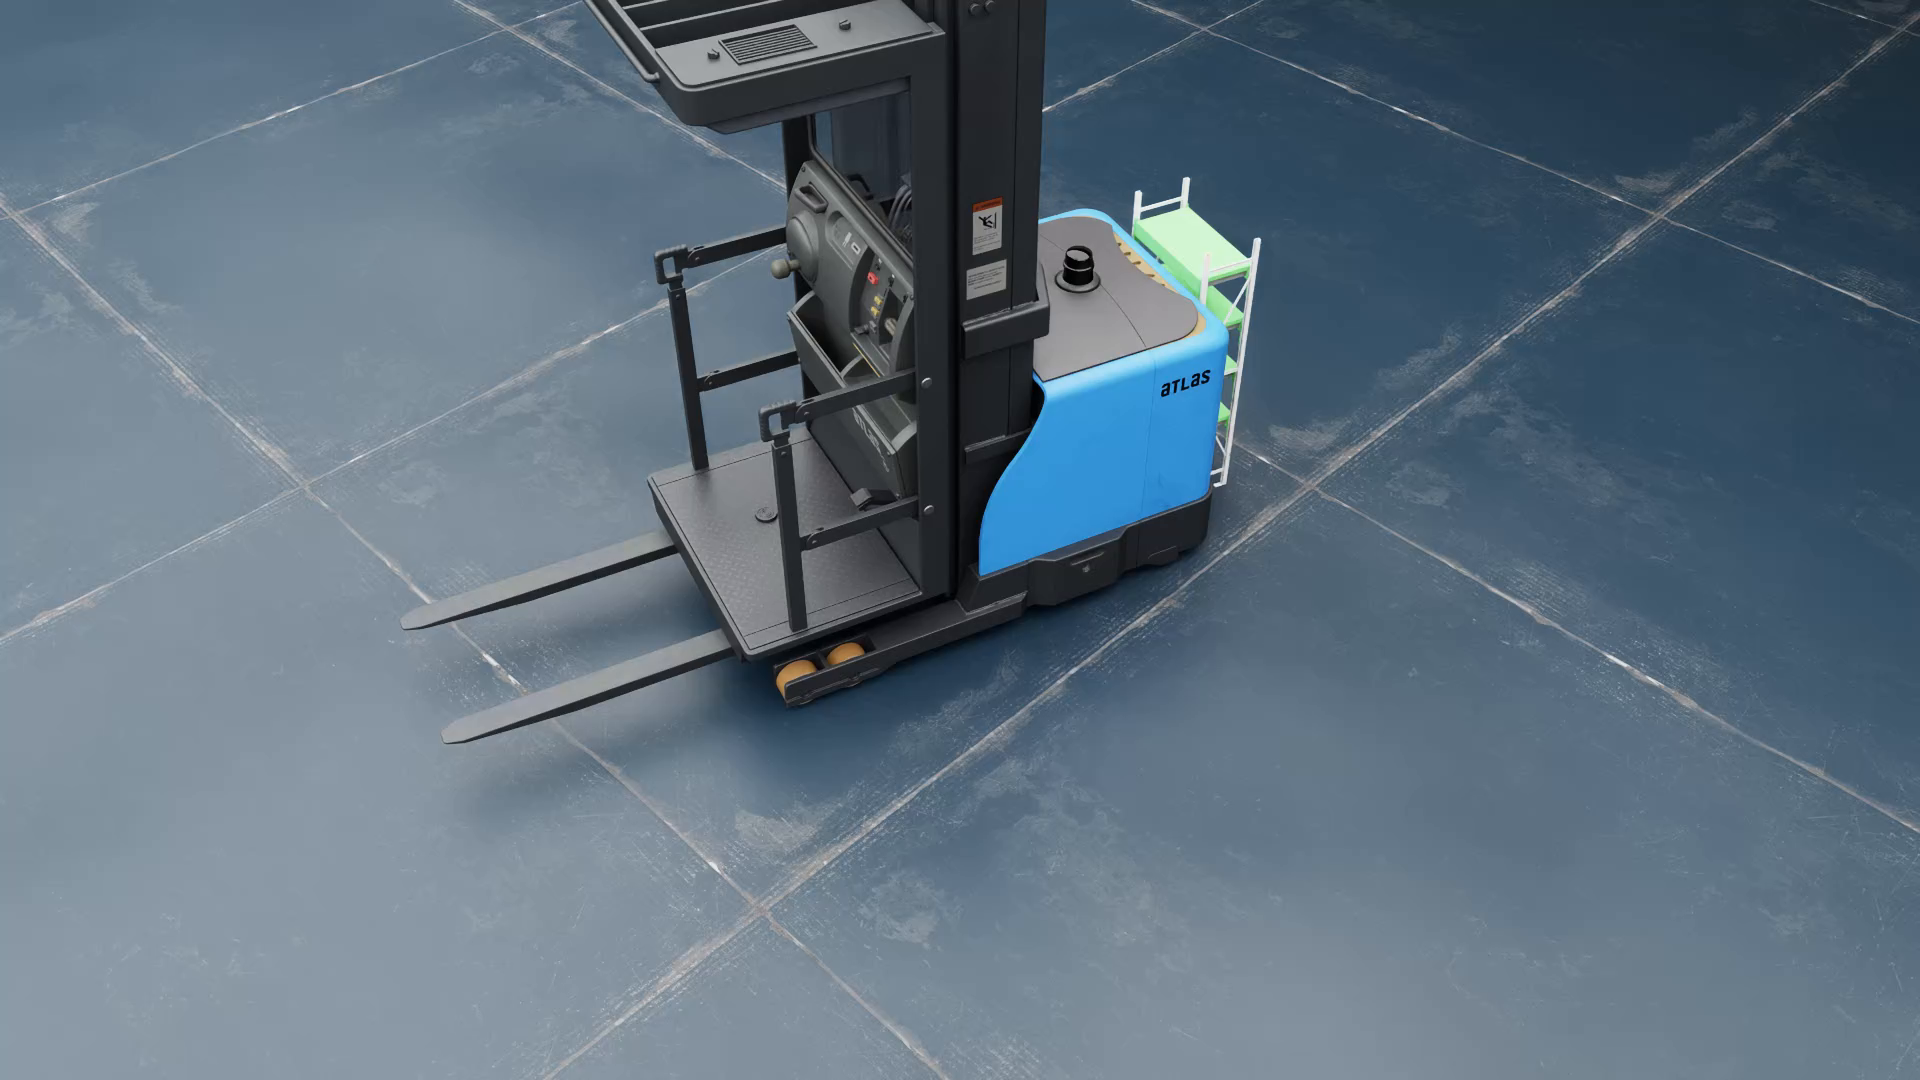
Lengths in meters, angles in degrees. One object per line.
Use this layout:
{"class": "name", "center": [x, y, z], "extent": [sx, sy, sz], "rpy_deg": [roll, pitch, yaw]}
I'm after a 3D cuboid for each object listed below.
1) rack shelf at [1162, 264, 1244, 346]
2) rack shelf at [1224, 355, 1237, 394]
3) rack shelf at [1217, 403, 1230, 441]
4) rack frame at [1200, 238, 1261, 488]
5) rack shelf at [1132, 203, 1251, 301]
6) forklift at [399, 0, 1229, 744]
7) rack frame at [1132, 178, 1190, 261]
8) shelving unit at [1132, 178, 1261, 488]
{"class": "rack shelf", "center": [0.900, -0.921, 6.604], "extent": [0.258, 0.148, 0.480], "rpy_deg": [-19, 46, -19]}
{"class": "rack shelf", "center": [0.900, -0.745, 6.766], "extent": [0.258, 0.148, 0.480], "rpy_deg": [-19, 46, -19]}
{"class": "rack shelf", "center": [0.900, -0.569, 6.929], "extent": [0.258, 0.148, 0.480], "rpy_deg": [-19, 46, -19]}
{"class": "rack frame", "center": [1.010, -0.644, 6.563], "extent": [0.240, 1.200, 0.015], "rpy_deg": [-19, 46, -19]}
{"class": "rack shelf", "center": [0.900, -1.098, 6.441], "extent": [0.258, 0.148, 0.480], "rpy_deg": [-19, 46, -19]}
{"class": "forklift", "center": [-0.559, -0.884, 5.547], "extent": [3.031, 2.935, 1.130], "rpy_deg": [-19, 46, -19]}
{"class": "rack frame", "center": [0.790, -0.940, 6.883], "extent": [0.240, 1.200, 0.015], "rpy_deg": [-19, 46, -19]}
{"class": "shelving unit", "center": [0.900, -0.792, 6.723], "extent": [0.258, 1.200, 0.503], "rpy_deg": [-19, 46, -19]}
